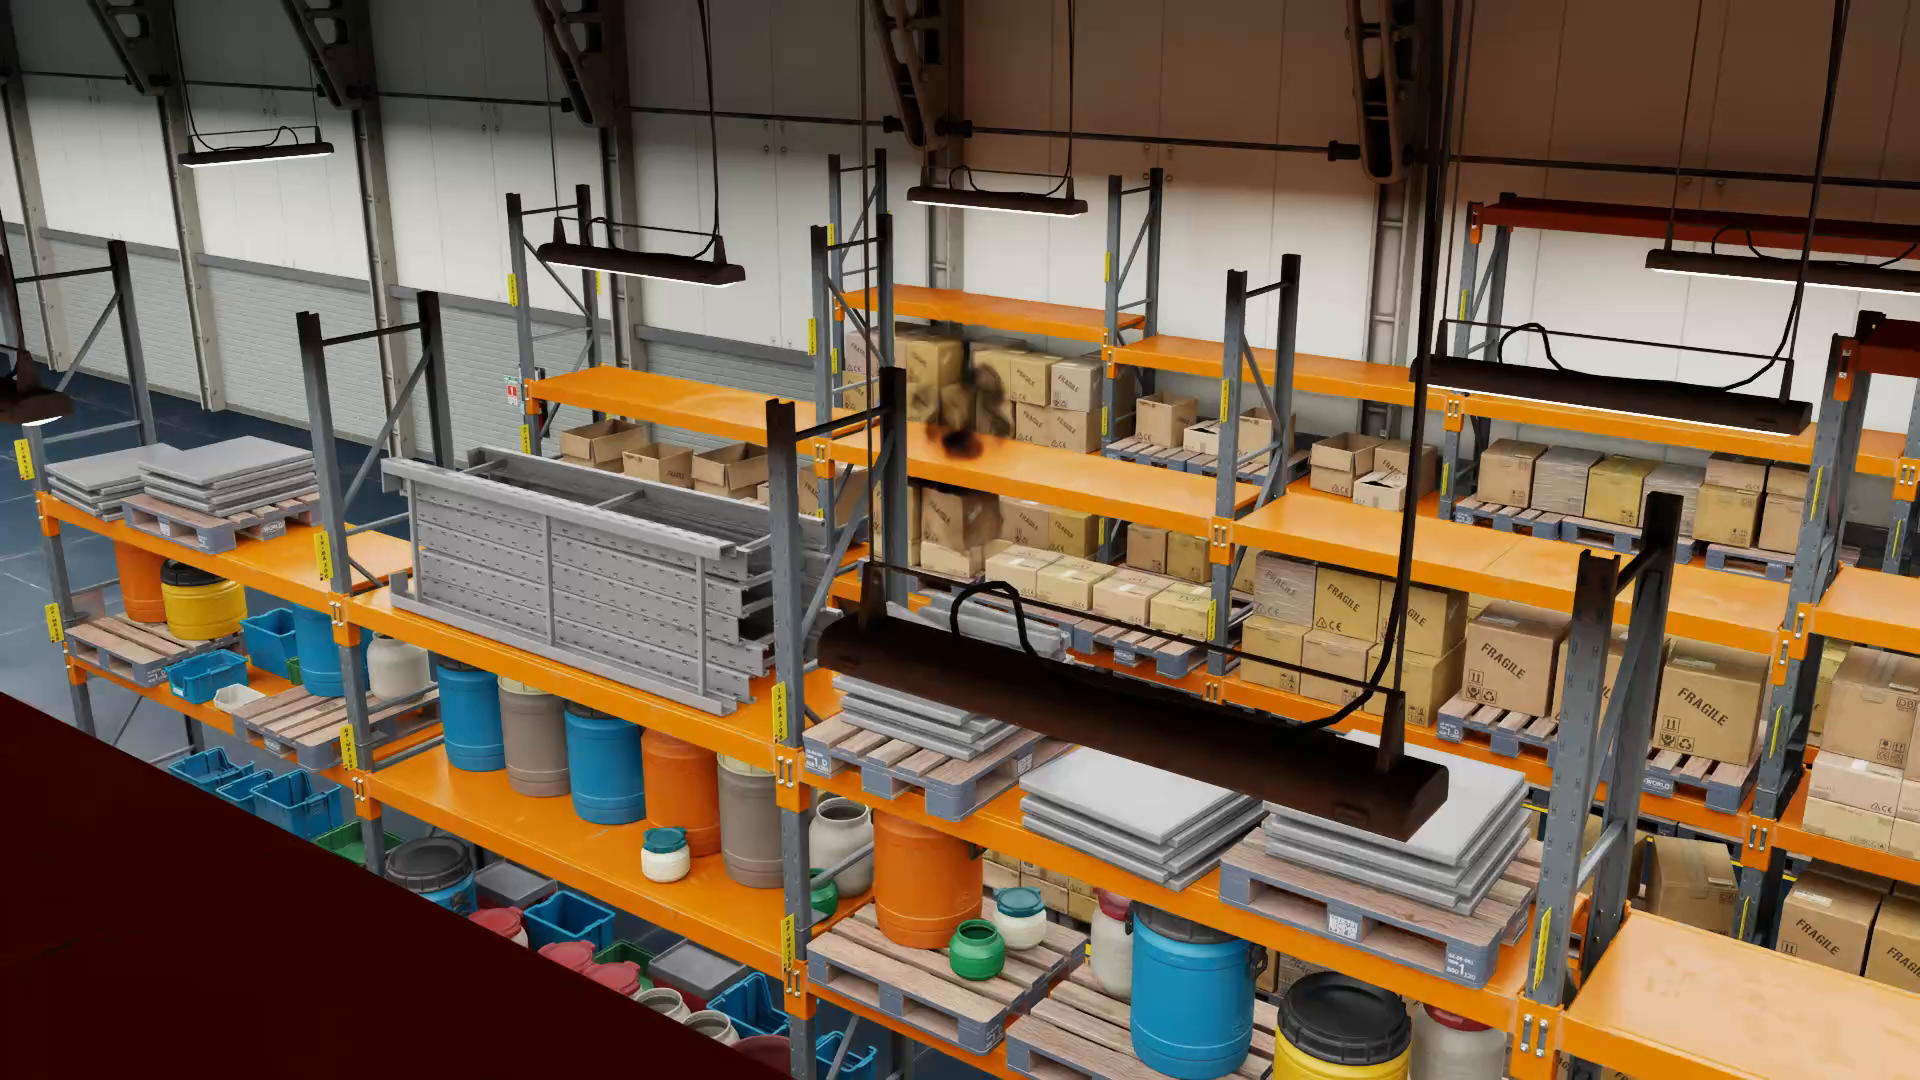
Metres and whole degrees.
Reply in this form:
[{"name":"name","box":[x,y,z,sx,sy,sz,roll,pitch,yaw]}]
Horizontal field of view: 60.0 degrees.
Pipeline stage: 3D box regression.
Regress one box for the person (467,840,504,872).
[{"name":"person","box":[-4.203,2.476,14.927,0.926,1.752,0.663,8,20,22]}]
